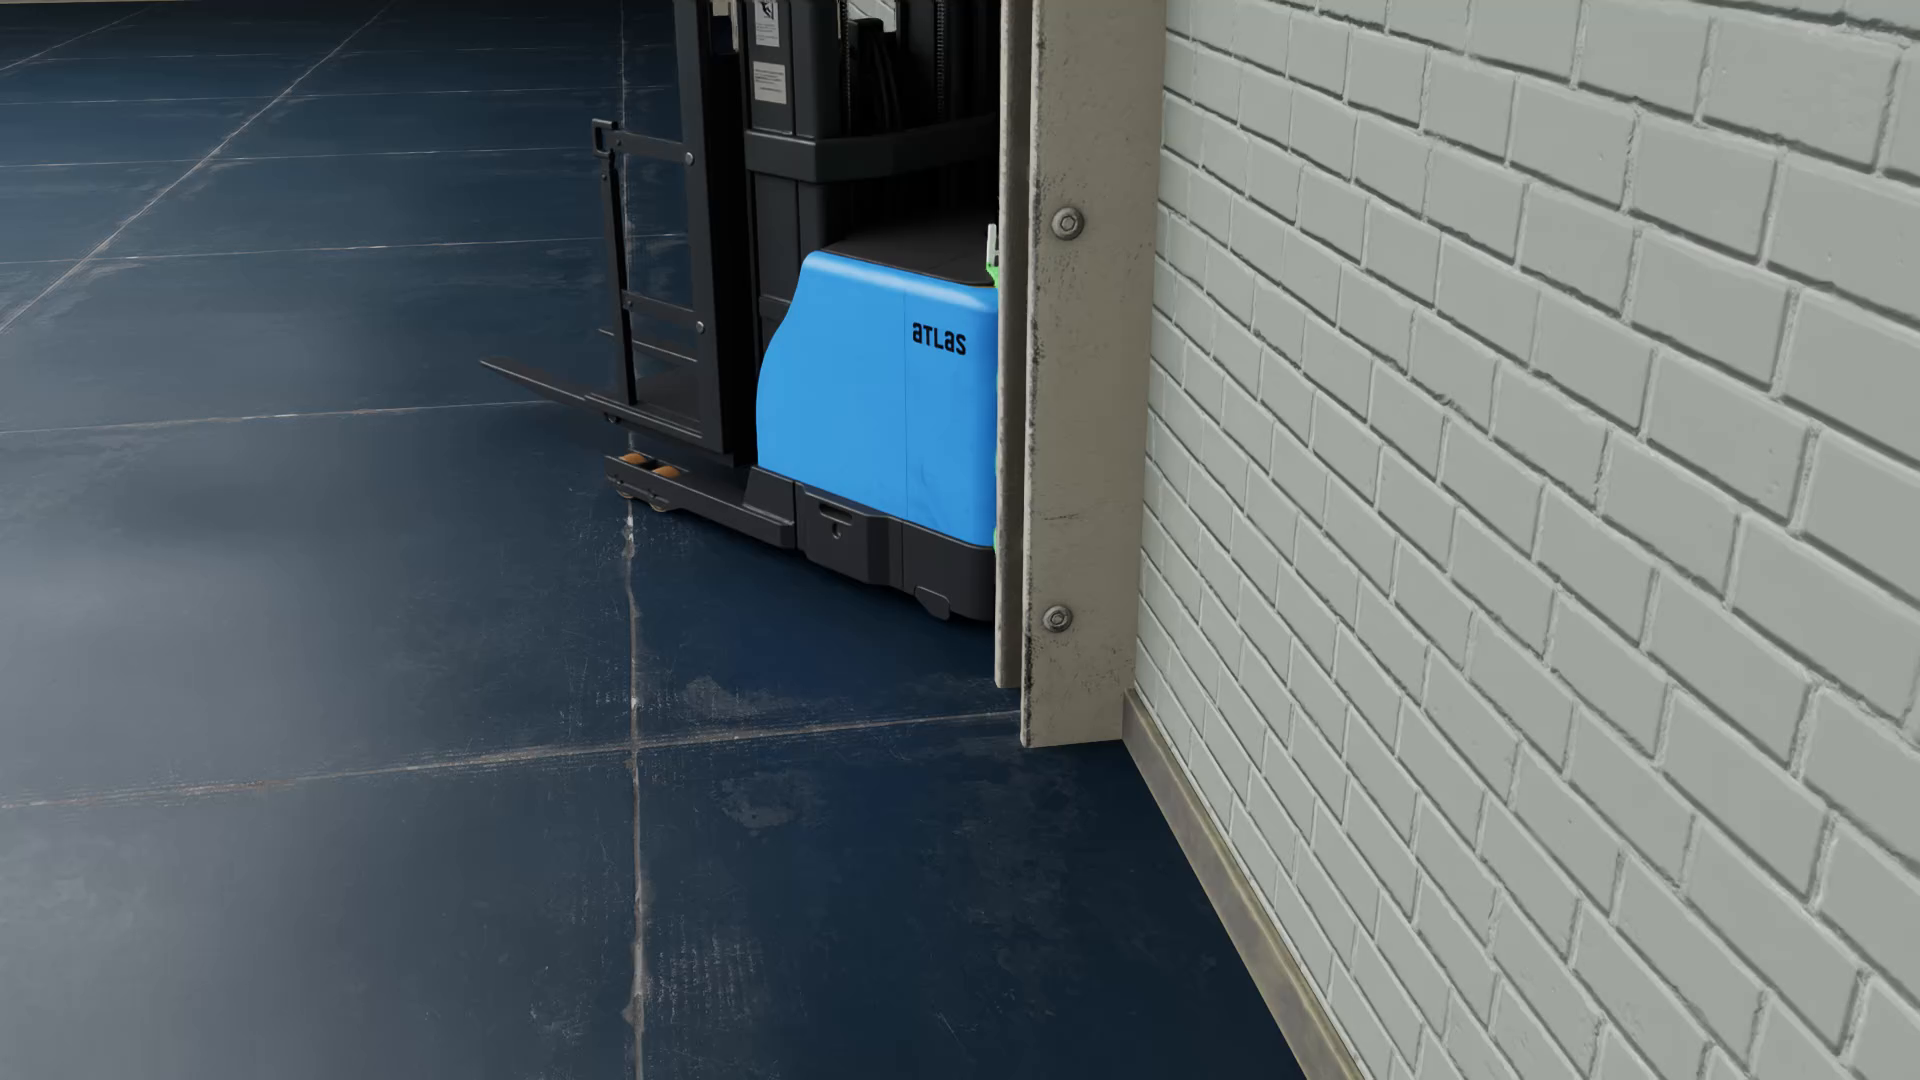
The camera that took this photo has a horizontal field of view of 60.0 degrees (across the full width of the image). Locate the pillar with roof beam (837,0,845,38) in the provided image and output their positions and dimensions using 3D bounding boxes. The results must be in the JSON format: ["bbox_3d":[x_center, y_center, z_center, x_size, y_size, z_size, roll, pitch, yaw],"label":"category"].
[{"bbox_3d":[-5.052,-5.695,7.547,9.100,9.000,0.400,-4,24,-10],"label":"pillar with roof beam"}]

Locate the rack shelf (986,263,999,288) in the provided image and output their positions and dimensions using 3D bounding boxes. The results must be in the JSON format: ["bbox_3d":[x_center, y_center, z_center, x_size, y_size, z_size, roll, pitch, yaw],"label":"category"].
[{"bbox_3d":[0.244,-0.636,4.651,0.258,0.148,0.480,-3,27,-12],"label":"rack shelf"}]

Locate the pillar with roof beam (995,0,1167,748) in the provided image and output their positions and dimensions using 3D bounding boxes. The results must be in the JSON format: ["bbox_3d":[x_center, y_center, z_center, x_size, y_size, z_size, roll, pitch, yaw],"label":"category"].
[{"bbox_3d":[-3.943,-3.335,2.143,9.100,9.000,0.400,-4,24,-10],"label":"pillar with roof beam"}]

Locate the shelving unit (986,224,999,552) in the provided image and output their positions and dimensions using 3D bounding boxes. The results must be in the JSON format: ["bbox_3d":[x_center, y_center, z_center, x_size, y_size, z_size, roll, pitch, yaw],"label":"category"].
[{"bbox_3d":[0.226,-0.264,4.836,0.258,1.200,0.503,-3,27,-12],"label":"shelving unit"}]

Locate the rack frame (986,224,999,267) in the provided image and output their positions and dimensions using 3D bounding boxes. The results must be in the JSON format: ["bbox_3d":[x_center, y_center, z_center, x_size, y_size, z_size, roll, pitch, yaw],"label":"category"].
[{"bbox_3d":[0.174,-0.372,5.049,0.240,1.200,0.015,-3,27,-12],"label":"rack frame"}]

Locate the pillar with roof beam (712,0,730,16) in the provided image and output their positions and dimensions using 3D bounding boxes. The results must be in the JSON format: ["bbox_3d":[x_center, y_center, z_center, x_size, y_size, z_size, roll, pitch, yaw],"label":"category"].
[{"bbox_3d":[-7.271,-10.415,18.354,9.100,9.000,0.400,-4,24,-10],"label":"pillar with roof beam"}]

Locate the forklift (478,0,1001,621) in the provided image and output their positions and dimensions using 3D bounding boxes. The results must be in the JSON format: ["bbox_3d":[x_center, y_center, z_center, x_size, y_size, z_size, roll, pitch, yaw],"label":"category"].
[{"bbox_3d":[-0.661,-1.577,5.700,3.031,2.935,1.130,20,31,38],"label":"forklift"}]

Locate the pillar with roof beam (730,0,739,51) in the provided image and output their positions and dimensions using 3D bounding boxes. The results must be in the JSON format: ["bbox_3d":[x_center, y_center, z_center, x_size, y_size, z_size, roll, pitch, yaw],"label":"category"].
[{"bbox_3d":[-6.162,-8.055,12.950,9.100,9.000,0.400,-4,24,-10],"label":"pillar with roof beam"}]

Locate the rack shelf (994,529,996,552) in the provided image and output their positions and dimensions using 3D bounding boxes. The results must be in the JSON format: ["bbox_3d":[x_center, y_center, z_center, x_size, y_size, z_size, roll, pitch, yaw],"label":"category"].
[{"bbox_3d":[0.212,0.008,4.971,0.258,0.148,0.480,-3,27,-12],"label":"rack shelf"}]
